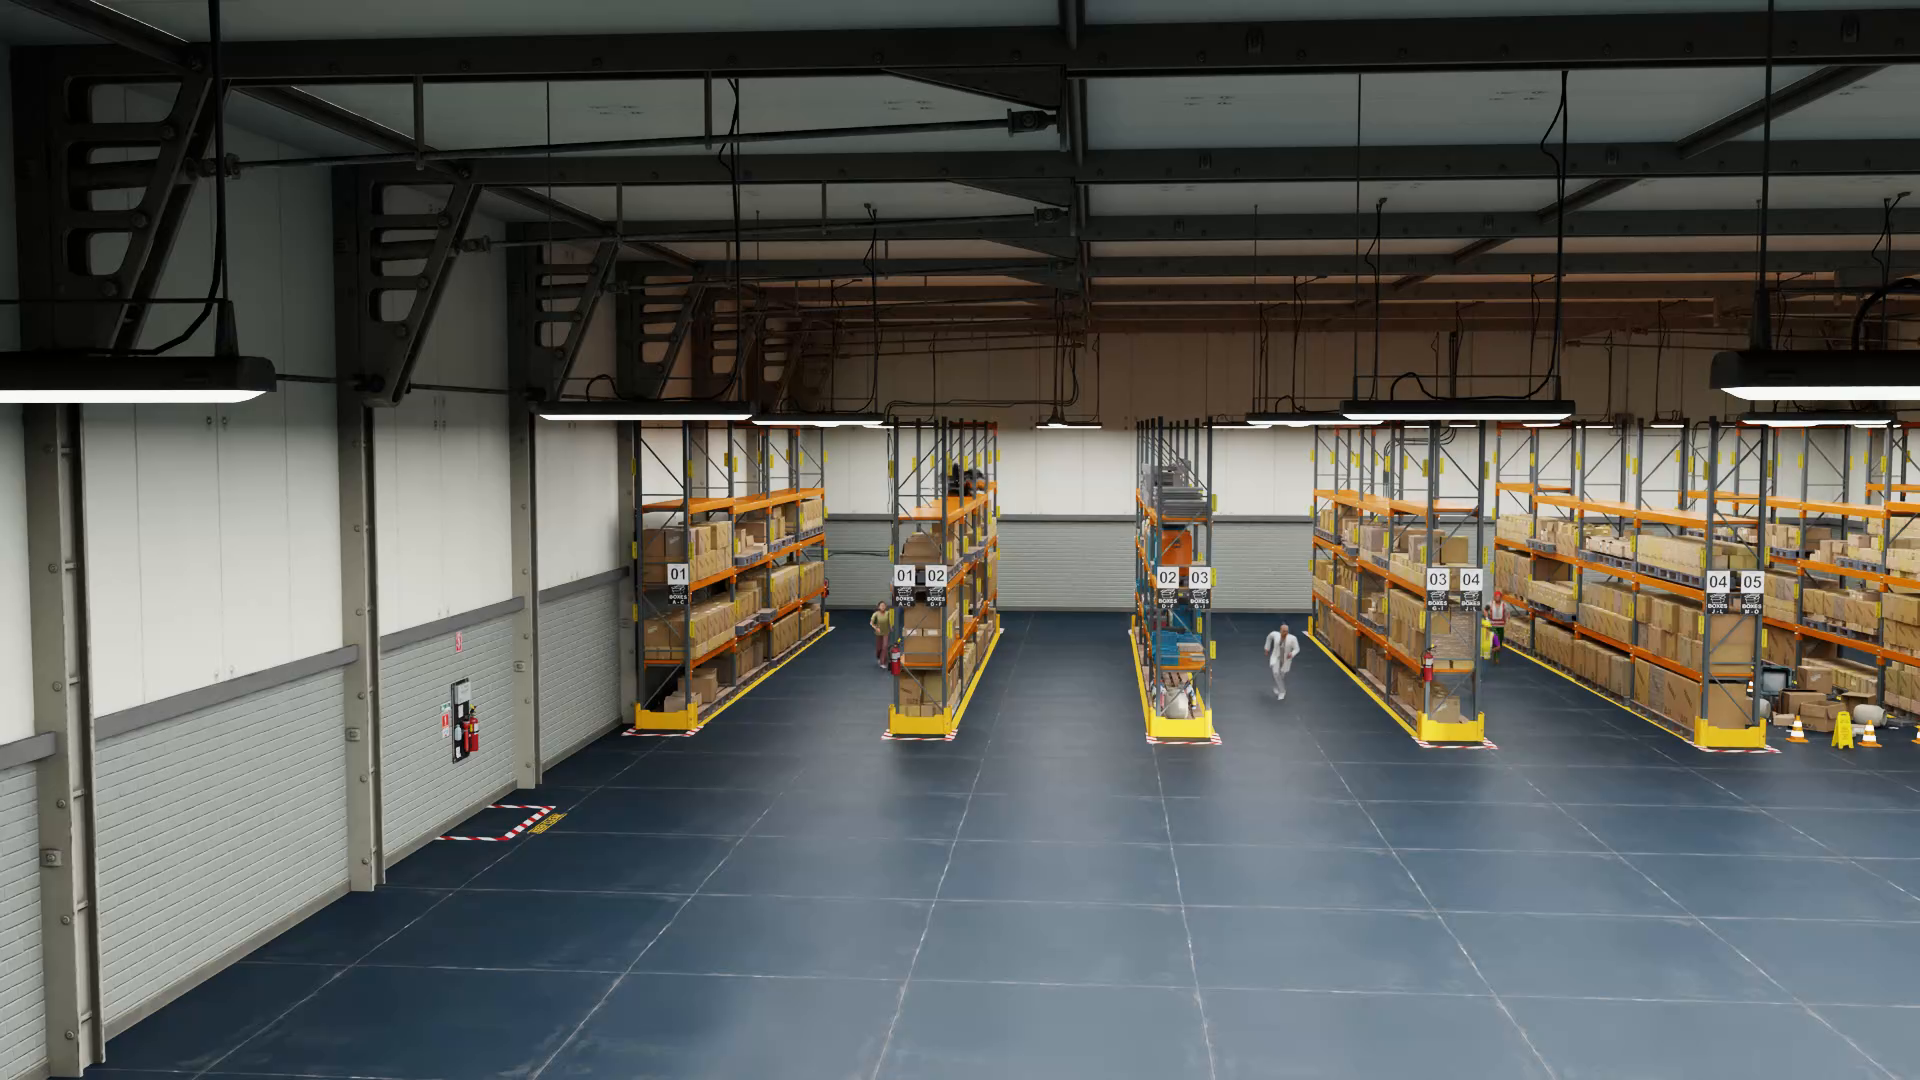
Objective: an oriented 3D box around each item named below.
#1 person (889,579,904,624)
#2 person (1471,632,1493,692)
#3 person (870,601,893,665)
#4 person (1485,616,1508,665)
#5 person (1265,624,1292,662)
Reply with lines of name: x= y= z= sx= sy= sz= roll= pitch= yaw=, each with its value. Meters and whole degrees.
person: x=-1.845 y=1.787 z=49.602 sx=0.517 sy=1.412 sz=0.666 roll=3 pitch=5 yaw=35
person: x=11.327 y=2.639 z=36.192 sx=0.456 sy=1.401 sz=0.763 roll=0 pitch=4 yaw=-2
person: x=-1.907 y=2.247 z=40.382 sx=0.575 sy=1.556 sz=0.730 roll=-1 pitch=4 yaw=-9
person: x=13.257 y=2.439 z=41.241 sx=0.516 sy=1.189 sz=0.992 roll=1 pitch=4 yaw=9
person: x=6.858 y=2.206 z=35.380 sx=0.695 sy=0.857 sz=0.716 roll=0 pitch=4 yaw=7
